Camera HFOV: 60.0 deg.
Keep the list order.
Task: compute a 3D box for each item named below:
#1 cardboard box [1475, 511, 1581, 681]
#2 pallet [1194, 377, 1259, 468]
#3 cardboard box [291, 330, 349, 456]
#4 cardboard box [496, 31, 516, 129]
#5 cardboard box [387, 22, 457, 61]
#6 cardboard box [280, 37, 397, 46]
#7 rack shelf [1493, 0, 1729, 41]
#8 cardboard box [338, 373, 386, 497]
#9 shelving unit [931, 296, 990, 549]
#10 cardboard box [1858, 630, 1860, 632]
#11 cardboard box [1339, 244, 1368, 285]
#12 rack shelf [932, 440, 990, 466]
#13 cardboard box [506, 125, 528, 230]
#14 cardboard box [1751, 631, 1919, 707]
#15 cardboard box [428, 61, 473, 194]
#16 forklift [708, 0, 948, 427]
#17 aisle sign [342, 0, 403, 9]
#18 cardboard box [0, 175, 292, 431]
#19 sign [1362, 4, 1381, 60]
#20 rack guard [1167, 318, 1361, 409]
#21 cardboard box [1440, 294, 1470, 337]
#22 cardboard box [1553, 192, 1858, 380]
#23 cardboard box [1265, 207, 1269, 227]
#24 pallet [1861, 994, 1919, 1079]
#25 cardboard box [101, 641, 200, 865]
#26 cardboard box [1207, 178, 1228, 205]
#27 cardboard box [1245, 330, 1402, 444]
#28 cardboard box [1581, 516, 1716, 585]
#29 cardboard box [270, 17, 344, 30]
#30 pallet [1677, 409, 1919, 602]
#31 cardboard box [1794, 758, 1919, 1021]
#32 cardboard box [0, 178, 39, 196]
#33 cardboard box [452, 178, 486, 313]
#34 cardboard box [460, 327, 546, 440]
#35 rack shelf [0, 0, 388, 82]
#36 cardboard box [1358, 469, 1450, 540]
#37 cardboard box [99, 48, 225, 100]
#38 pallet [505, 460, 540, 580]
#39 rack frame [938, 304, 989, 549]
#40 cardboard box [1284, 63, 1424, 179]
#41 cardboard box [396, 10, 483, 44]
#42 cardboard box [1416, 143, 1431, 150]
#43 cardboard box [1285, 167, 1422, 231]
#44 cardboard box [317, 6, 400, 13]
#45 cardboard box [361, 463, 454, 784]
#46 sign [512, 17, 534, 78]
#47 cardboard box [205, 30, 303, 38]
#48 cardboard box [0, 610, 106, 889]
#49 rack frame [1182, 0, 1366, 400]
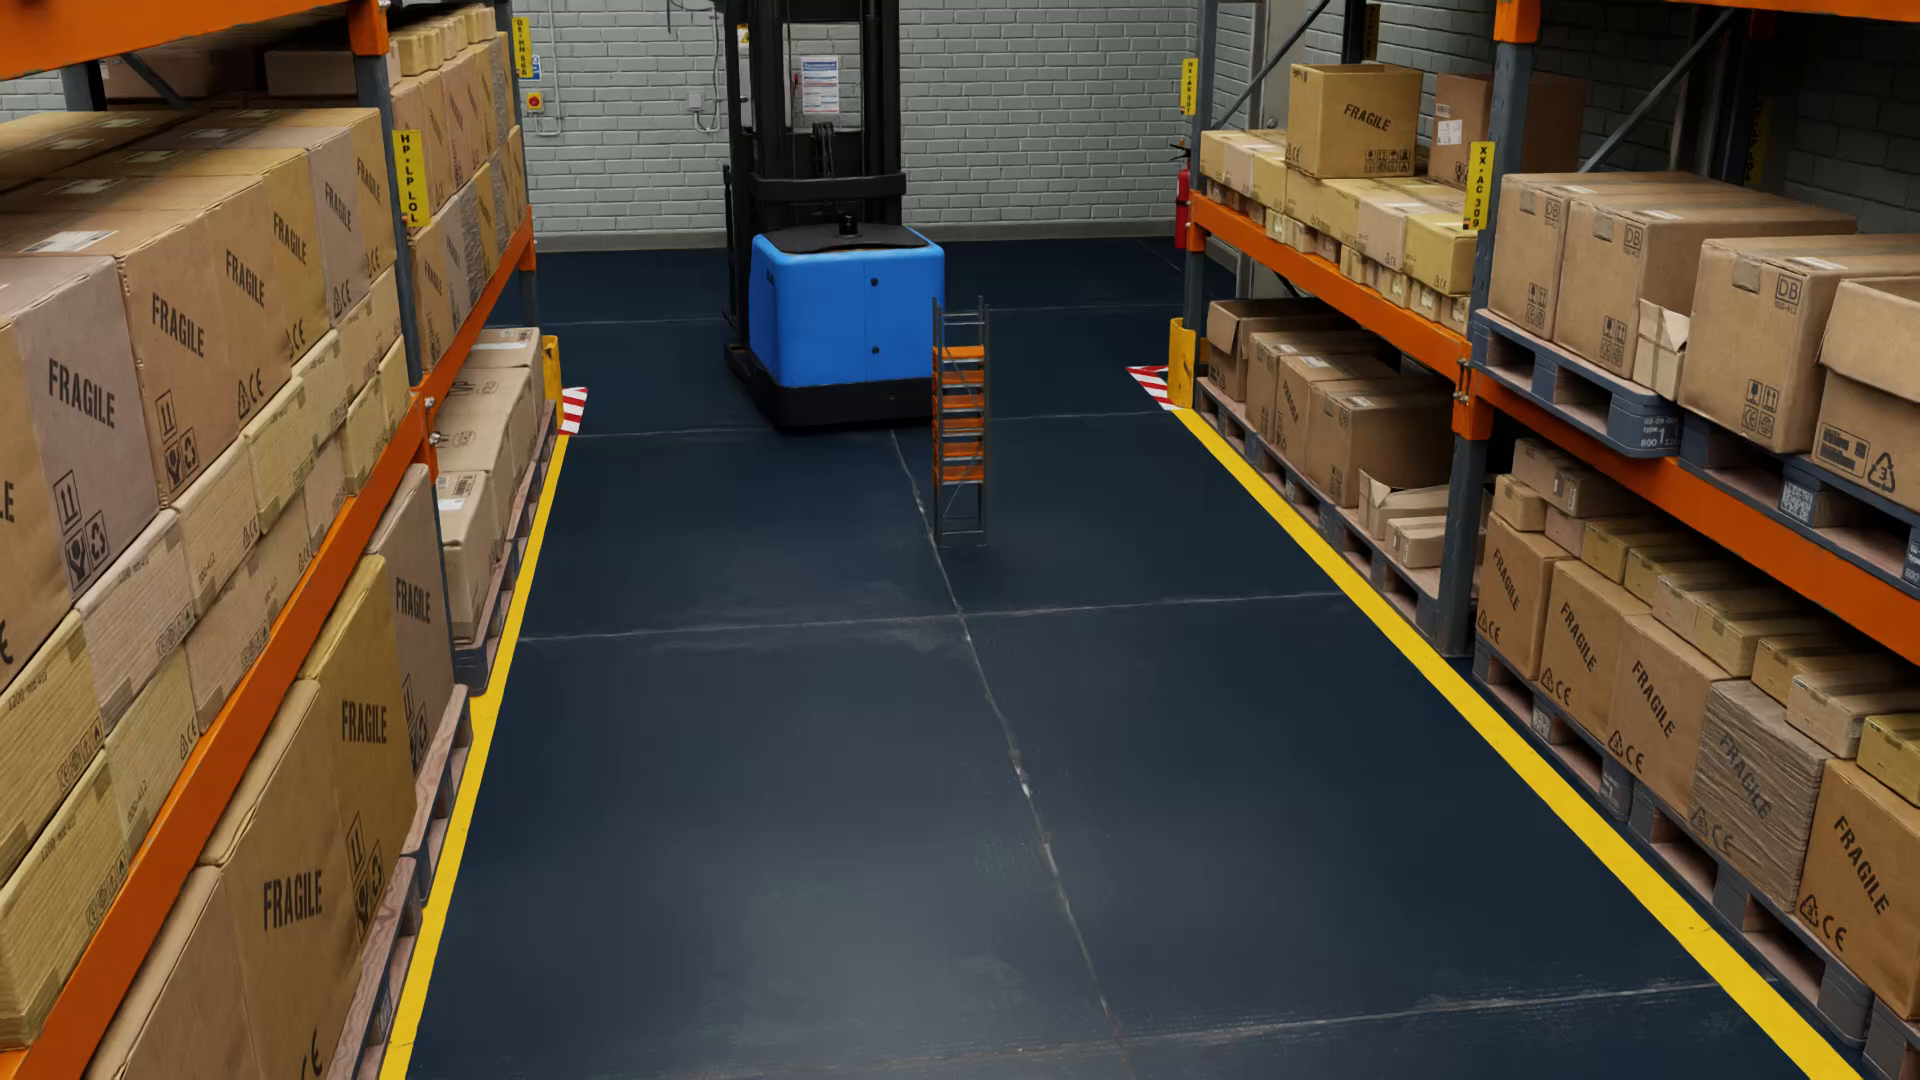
[{"bbox_3d":[2.337,0.198,6.372,0.500,0.500,0.500,-2,21,-5],"label":"cardboard box"},{"bbox_3d":[2.040,-0.731,9.873,1.003,0.211,1.213,-3,21,-8],"label":"pallet"},{"bbox_3d":[-1.957,-0.375,4.434,0.500,0.250,0.500,-2,21,-6],"label":"cardboard box"},{"bbox_3d":[-2.693,-2.449,8.914,0.500,0.500,0.500,-2,21,-6],"label":"cardboard box"},{"bbox_3d":[-2.411,-2.173,7.249,0.380,0.149,0.250,-3,21,-8],"label":"cardboard box"},{"bbox_3d":[-2.341,-1.819,6.301,0.380,0.149,0.250,-3,21,-8],"label":"cardboard box"},{"bbox_3d":[2.202,-2.716,7.942,1.077,0.370,4.000,-3,21,-8],"label":"rack shelf"},{"bbox_3d":[-2.035,-0.314,4.985,0.500,0.250,0.500,-3,21,-9],"label":"cardboard box"},{"bbox_3d":[0.002,-0.557,7.993,0.258,1.200,0.189,-3,21,-8],"label":"shelving unit"},{"bbox_3d":[3.057,0.274,5.241,0.380,0.149,0.250,-3,21,-7],"label":"cardboard box"},{"bbox_3d":[1.998,-1.292,7.748,0.380,0.149,0.250,-3,21,-9],"label":"cardboard box"},{"bbox_3d":[0.002,-0.403,8.050,0.258,0.103,0.180,-3,21,-8],"label":"rack shelf"},{"bbox_3d":[-2.666,-1.982,9.092,0.500,0.500,0.500,-3,21,-7],"label":"cardboard box"},{"bbox_3d":[2.596,0.394,4.920,0.380,0.149,0.250,-3,21,-8],"label":"cardboard box"},{"bbox_3d":[-2.380,-1.749,7.040,0.500,0.500,0.500,-3,21,-7],"label":"cardboard box"},{"bbox_3d":[-0.984,-2.523,10.782,1.130,2.935,3.031,-6,21,-16],"label":"forklift"},{"bbox_3d":[-3.295,-3.317,9.094,0.394,0.787,0.004,-3,21,-8],"label":"aisle sign"},{"bbox_3d":[-1.883,-0.543,3.811,0.500,0.500,0.500,-3,21,-7],"label":"cardboard box"},{"bbox_3d":[2.465,-3.052,9.993,0.100,0.325,0.005,-3,21,-8],"label":"sign"},{"bbox_3d":[1.924,-1.143,10.561,1.175,0.500,0.348,-3,21,-8],"label":"rack guard"},{"bbox_3d":[2.194,-0.935,6.792,0.380,0.149,0.250,-3,21,-7],"label":"cardboard box"},{"bbox_3d":[2.413,-0.841,5.437,0.700,0.500,0.500,-3,21,-7],"label":"cardboard box"},{"bbox_3d":[1.864,-1.738,8.940,0.380,0.149,0.250,-3,21,-7],"label":"cardboard box"},{"bbox_3d":[2.996,1.476,3.964,1.003,0.211,1.213,-3,21,-8],"label":"pallet"},{"bbox_3d":[-1.758,0.393,3.092,0.500,0.250,0.500,-4,21,-9],"label":"cardboard box"},{"bbox_3d":[1.689,-2.095,9.897,0.380,0.149,0.250,-3,21,-8],"label":"cardboard box"},{"bbox_3d":[1.993,-0.851,9.181,0.700,0.500,0.500,-2,21,-6],"label":"cardboard box"},{"bbox_3d":[2.443,0.033,5.886,0.380,0.149,0.250,-4,21,-11],"label":"cardboard box"},{"bbox_3d":[-3.048,-2.321,7.644,0.380,0.149,0.250,-3,21,-7],"label":"cardboard box"},{"bbox_3d":[2.782,-0.153,4.614,1.003,0.211,1.213,-3,21,-8],"label":"pallet"},{"bbox_3d":[2.653,0.914,4.455,0.500,0.500,0.500,-2,21,-5],"label":"cardboard box"},{"bbox_3d":[-2.391,-0.525,3.762,0.500,0.500,0.500,-3,21,-9],"label":"cardboard box"},{"bbox_3d":[-2.364,-1.273,7.195,0.500,0.500,0.500,-3,21,-7],"label":"cardboard box"},{"bbox_3d":[-2.804,-0.861,9.297,0.875,0.438,0.875,-4,21,-10],"label":"cardboard box"},{"bbox_3d":[-2.133,-1.079,3.560,1.077,0.370,4.000,-3,21,-8],"label":"rack shelf"},{"bbox_3d":[2.068,-0.173,7.699,0.396,0.266,0.258,-2,21,-6],"label":"cardboard box"},{"bbox_3d":[-2.781,-1.613,5.749,0.380,0.149,0.250,-3,21,-9],"label":"cardboard box"},{"bbox_3d":[-2.633,-0.088,8.150,1.003,0.211,1.213,-3,21,-8],"label":"pallet"},{"bbox_3d":[0.015,-0.525,7.908,0.240,1.200,0.006,-3,21,-8],"label":"rack frame"},{"bbox_3d":[1.929,-2.071,8.190,0.500,0.500,0.500,-2,21,-6],"label":"cardboard box"},{"bbox_3d":[-2.572,-2.532,8.210,0.380,0.149,0.250,-2,21,-7],"label":"cardboard box"},{"bbox_3d":[2.315,-2.085,9.300,0.500,0.250,0.500,-3,21,-8],"label":"cardboard box"},{"bbox_3d":[1.956,-1.713,8.304,0.500,0.250,0.500,-3,21,-9],"label":"cardboard box"},{"bbox_3d":[-3.112,-2.684,8.615,0.380,0.149,0.250,-2,21,-6],"label":"cardboard box"},{"bbox_3d":[-2.253,0.306,5.547,0.875,0.875,0.875,-2,21,-6],"label":"cardboard box"},{"bbox_3d":[-2.459,-2.764,9.337,0.100,0.325,0.005,-3,21,-8],"label":"sign"},{"bbox_3d":[-2.863,-1.968,6.700,0.380,0.149,0.250,-3,21,-8],"label":"cardboard box"},{"bbox_3d":[-1.673,0.330,2.547,0.500,0.250,0.500,-3,21,-8],"label":"cardboard box"},{"bbox_3d":[1.913,-2.340,10.195,1.000,3.000,0.127,-3,21,-8],"label":"rack frame"}]
